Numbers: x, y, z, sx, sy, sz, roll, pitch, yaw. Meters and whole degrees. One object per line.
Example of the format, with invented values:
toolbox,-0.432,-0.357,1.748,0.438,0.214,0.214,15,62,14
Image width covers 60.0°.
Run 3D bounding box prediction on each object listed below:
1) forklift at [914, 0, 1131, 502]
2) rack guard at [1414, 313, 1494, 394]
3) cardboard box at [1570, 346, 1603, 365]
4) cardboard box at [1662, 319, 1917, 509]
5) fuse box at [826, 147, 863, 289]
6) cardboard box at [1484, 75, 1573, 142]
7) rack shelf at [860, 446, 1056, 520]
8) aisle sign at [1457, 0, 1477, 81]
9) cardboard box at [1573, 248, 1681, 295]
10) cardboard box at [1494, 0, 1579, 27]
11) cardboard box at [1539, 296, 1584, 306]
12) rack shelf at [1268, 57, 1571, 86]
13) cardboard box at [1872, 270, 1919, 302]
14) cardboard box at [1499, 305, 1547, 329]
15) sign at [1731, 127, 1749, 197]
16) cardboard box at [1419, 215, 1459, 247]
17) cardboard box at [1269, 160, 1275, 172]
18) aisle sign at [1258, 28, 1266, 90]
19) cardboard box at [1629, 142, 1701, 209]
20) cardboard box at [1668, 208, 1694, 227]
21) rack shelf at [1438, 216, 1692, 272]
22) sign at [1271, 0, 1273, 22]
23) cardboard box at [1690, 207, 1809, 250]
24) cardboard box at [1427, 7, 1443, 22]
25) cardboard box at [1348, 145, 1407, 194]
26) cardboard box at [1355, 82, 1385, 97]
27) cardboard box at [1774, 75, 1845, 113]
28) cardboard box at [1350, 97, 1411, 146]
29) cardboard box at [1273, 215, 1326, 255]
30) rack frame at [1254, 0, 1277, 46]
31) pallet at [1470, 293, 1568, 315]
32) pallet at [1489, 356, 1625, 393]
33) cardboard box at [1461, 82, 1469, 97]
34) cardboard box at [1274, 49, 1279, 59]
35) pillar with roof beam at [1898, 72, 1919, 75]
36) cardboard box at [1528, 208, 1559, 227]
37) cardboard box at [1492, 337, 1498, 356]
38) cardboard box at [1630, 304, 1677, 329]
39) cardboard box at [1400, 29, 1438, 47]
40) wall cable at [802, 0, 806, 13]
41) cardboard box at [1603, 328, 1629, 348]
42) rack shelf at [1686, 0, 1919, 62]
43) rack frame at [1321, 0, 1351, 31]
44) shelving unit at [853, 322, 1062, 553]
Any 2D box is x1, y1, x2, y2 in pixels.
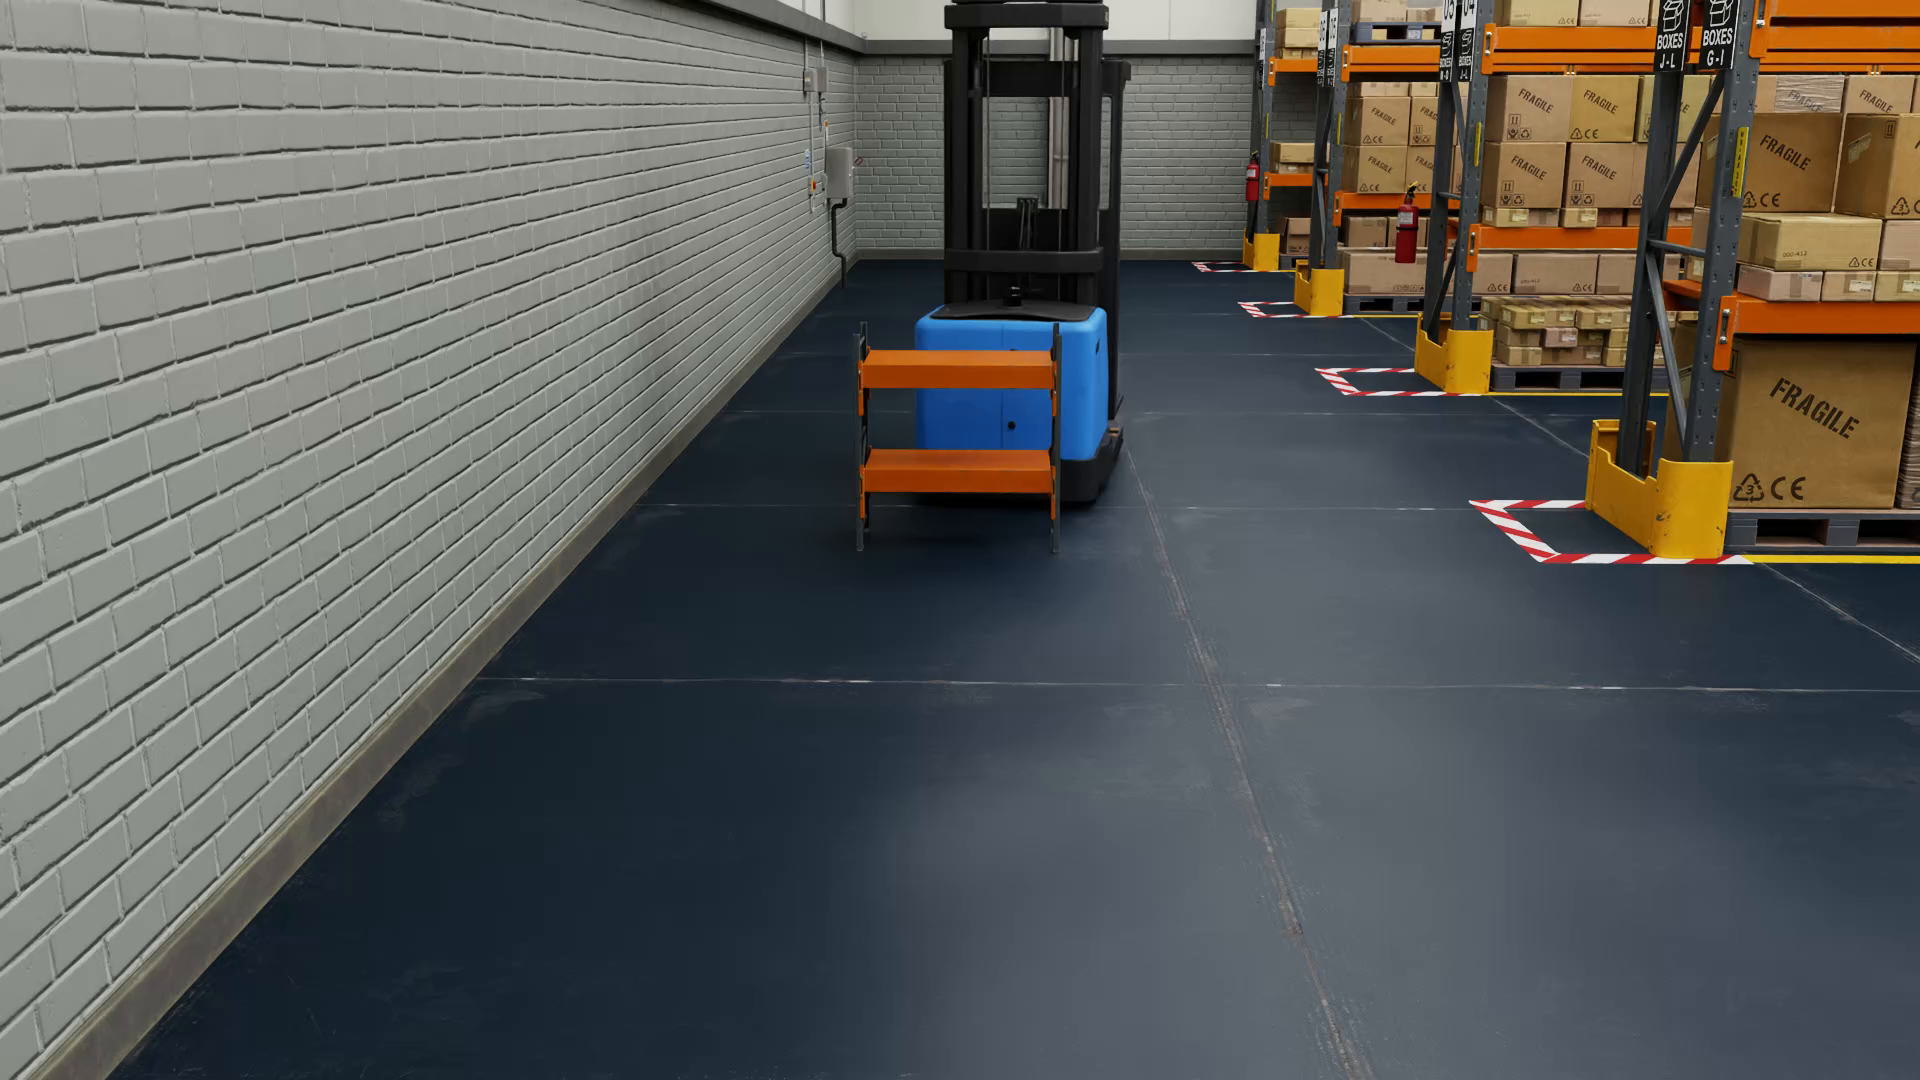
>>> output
forklift,0.484,-1.960,10.523,1.130,2.935,3.031,2,15,9
rack guard,4.073,-1.557,13.762,0.348,0.500,1.175,0,15,1
cardboard box,5.025,-1.525,13.506,0.250,0.149,0.380,1,15,2
cardboard box,4.411,-0.694,8.932,0.875,0.875,0.875,0,15,1
fuse box,-1.415,-3.972,20.540,0.414,1.711,0.539,0,15,1
cardboard box,4.439,-3.371,12.999,0.500,0.500,0.500,0,15,1
rack shelf,-0.007,-0.308,8.759,1.000,0.278,0.538,0,15,1
aisle sign,3.917,-3.947,12.825,0.004,0.787,0.394,0,15,1
cardboard box,7.397,-2.999,18.526,0.875,0.438,0.875,0,15,1
cardboard box,4.440,-4.076,12.823,0.500,0.250,0.500,1,15,3
cardboard box,5.045,-1.954,13.966,0.250,0.149,0.380,0,15,0
rack shelf,6.145,-6.385,22.690,4.000,0.370,1.077,0,15,1
cardboard box,4.629,-1.291,8.347,0.250,0.149,0.380,0,15,0
cardboard box,4.512,-1.788,13.338,0.250,0.149,0.380,0,15,-1
sign,3.749,-1.817,7.996,0.005,0.325,0.100,0,15,1
cardboard box,6.646,-4.239,23.104,0.500,0.500,0.700,0,15,-1
cardboard box,4.484,-5.240,23.313,0.250,0.149,0.380,0,15,1
aisle sign,4.070,-6.478,22.416,0.004,0.787,0.394,0,15,1
cardboard box,5.464,-2.882,13.103,0.500,0.500,0.500,1,15,2
cardboard box,5.615,-2.569,13.190,0.250,0.149,0.380,0,15,0
rack shelf,5.997,-2.405,13.487,4.000,0.370,1.077,0,15,1
sign,4.132,-7.030,22.011,0.005,0.325,0.100,0,15,1
cardboard box,4.261,-1.638,8.879,0.500,0.250,0.500,0,15,1
cardboard box,5.105,-5.544,17.566,0.250,0.149,0.380,1,15,3
cardboard box,4.495,-4.001,17.930,0.500,0.500,0.500,0,15,1
cardboard box,4.371,-4.802,17.733,0.250,0.149,0.380,1,15,3
cardboard box,6.491,-3.359,12.952,0.500,0.500,0.500,1,15,3
cardboard box,4.495,-4.485,17.805,0.500,0.500,0.500,0,15,0
cardboard box,4.755,-4.263,23.188,0.637,0.503,0.797,0,15,-1
rack frame,4.146,-8.196,22.265,0.127,3.000,1.000,0,15,1
pallet,6.041,-2.687,18.611,1.213,0.211,1.003,0,15,1
pallet,4.885,-1.403,13.745,1.213,0.211,1.003,0,15,1
cardboard box,5.419,-4.802,17.733,0.250,0.149,0.380,1,15,2
cardboard box,4.472,-6.681,22.895,0.250,0.149,0.380,1,15,3
pillar with roof beam,13.360,-7.267,18.745,0.400,9.000,9.100,0,15,1
cardboard box,4.568,-2.568,13.186,0.250,0.149,0.380,1,15,3
cardboard box,4.529,-1.641,13.944,0.250,0.149,0.380,1,15,2
cardboard box,5.567,-1.798,13.375,0.250,0.149,0.380,1,15,4
cardboard box,6.120,-6.742,22.346,0.500,0.250,0.500,0,15,1
wall cable,-1.671,-6.895,17.335,0.029,3.000,0.463,0,15,1
cardboard box,5.288,-1.641,13.363,0.250,0.149,0.380,1,15,3
rack shelf,5.769,-2.592,8.313,4.000,0.370,1.077,0,15,1
rack frame,4.023,-6.930,17.467,0.127,3.000,1.000,0,15,1
shelving unit,-0.007,-0.544,8.697,1.048,1.125,0.538,0,15,1
